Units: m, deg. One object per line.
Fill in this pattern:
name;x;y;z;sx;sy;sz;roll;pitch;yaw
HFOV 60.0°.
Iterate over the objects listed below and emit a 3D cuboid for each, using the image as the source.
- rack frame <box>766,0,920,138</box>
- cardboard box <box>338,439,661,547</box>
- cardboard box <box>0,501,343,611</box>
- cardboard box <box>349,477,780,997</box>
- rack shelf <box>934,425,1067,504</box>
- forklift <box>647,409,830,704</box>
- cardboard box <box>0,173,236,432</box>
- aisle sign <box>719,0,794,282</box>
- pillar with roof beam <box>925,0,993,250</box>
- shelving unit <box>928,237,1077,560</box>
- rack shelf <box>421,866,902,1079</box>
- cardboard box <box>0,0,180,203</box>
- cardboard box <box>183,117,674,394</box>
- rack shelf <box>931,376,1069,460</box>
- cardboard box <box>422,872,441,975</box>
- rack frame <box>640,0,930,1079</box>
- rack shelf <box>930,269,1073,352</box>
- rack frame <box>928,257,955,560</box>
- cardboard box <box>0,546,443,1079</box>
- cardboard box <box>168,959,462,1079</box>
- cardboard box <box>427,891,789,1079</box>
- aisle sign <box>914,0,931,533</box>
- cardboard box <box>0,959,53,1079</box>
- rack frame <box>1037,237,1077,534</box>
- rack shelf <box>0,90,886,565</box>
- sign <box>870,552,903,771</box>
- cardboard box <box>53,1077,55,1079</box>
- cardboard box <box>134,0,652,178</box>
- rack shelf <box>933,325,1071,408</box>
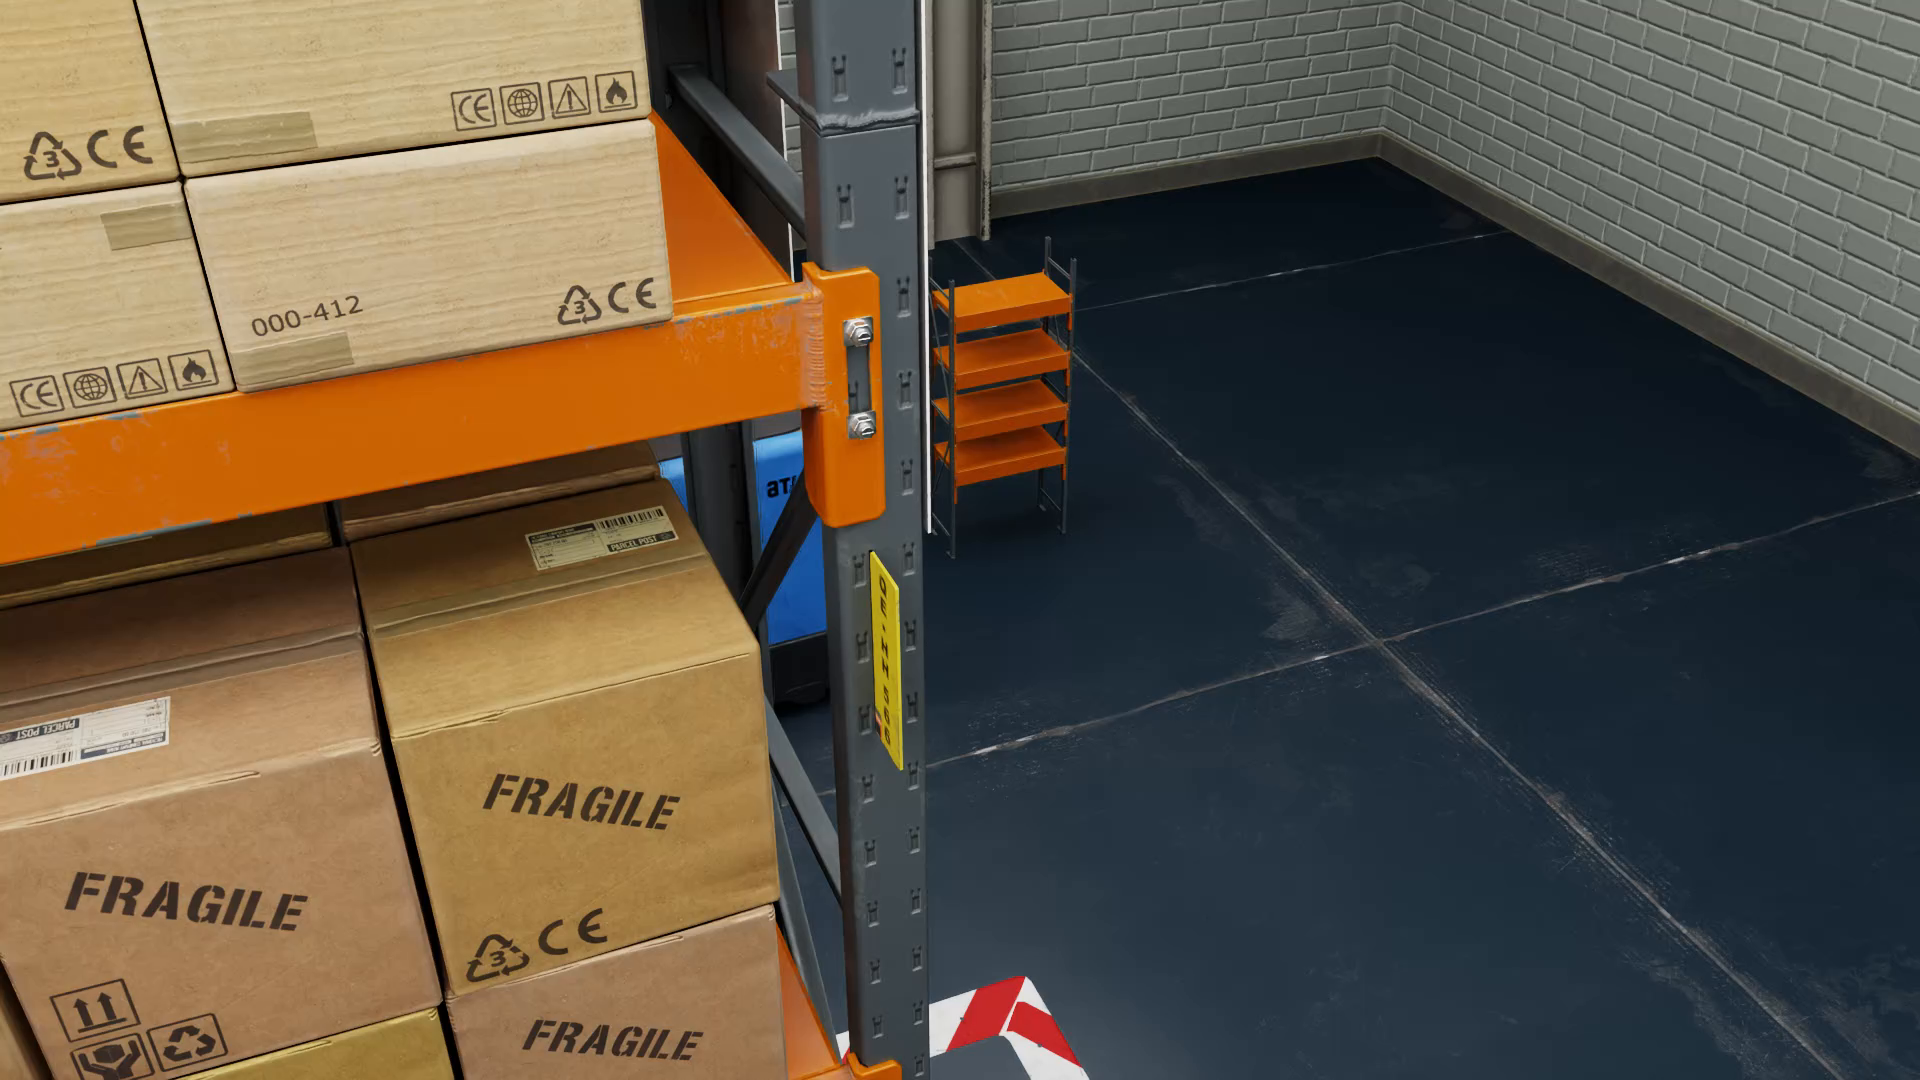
rack frame;-0.301;-2.004;1.578;0.127;3.000;1.000;-13;35;-19
cardboard box;-0.812;0.011;2.974;0.500;0.500;0.500;-12;35;-17
cardboard box;-1.291;0.125;2.798;0.500;0.500;0.500;-13;35;-18
cardboard box;-0.605;0.282;2.557;0.500;0.500;0.500;-13;35;-19
rack shelf;0.153;-0.315;6.621;0.480;0.148;0.258;-13;35;-19
forklift;-1.899;-0.596;4.978;3.031;2.935;1.130;-14;36;-21
cardboard box;-1.138;-0.342;1.913;0.500;0.250;0.500;-13;35;-19
aisle sign;-0.352;-0.741;2.754;0.004;0.787;0.394;-13;35;-19
pillar with roof beam;1.599;-3.334;3.623;0.400;9.000;9.100;-13;35;-19
shelving unit;0.153;-0.538;6.476;0.503;1.200;0.258;-13;35;-19
rack shelf;-2.145;1.235;2.761;4.000;0.370;1.077;-13;35;-19
cardboard box;-1.137;-0.550;1.774;0.500;0.250;0.500;-13;35;-19
cardboard box;-0.673;-0.442;2.067;0.500;0.250;0.500;-13;35;-19
rack shelf;0.153;-0.481;6.513;0.480;0.148;0.258;-13;35;-19
cardboard box;-1.286;0.542;3.075;0.500;0.500;0.500;-13;35;-19
rack frame;-0.301;0.511;3.214;0.127;3.000;1.000;-13;35;-19
rack shelf;0.153;-0.867;6.262;0.480;0.148;0.258;-13;35;-19
rack frame;-0.072;-0.486;6.397;0.015;1.200;0.240;-13;35;-19
cardboard box;-1.070;0.389;2.393;0.500;0.500;0.500;-12;35;-18
cardboard box;-1.085;0.812;2.660;0.500;0.500;0.500;-13;35;-19
cardboard box;-0.608;0.701;2.831;0.500;0.500;0.500;-12;35;-17
aisle sign;-0.119;-0.439;2.291;0.004;0.787;0.394;-13;35;-19
cardboard box;-1.547;0.501;2.221;0.500;0.500;0.500;-12;35;-18
rack frame;0.378;-0.589;6.556;0.015;1.200;0.240;-13;35;-19
rack shelf;-2.145;-0.022;1.943;4.000;0.370;1.077;-13;35;-19
sign;-0.105;0.177;2.377;0.005;0.325;0.100;-13;35;-19
cardboard box;-1.548;0.914;2.502;0.500;0.500;0.500;-13;35;-19
cardboard box;-0.676;-0.656;1.937;0.500;0.250;0.500;-13;35;-19
rack shelf;0.153;-0.669;6.391;0.480;0.148;0.258;-13;35;-19
